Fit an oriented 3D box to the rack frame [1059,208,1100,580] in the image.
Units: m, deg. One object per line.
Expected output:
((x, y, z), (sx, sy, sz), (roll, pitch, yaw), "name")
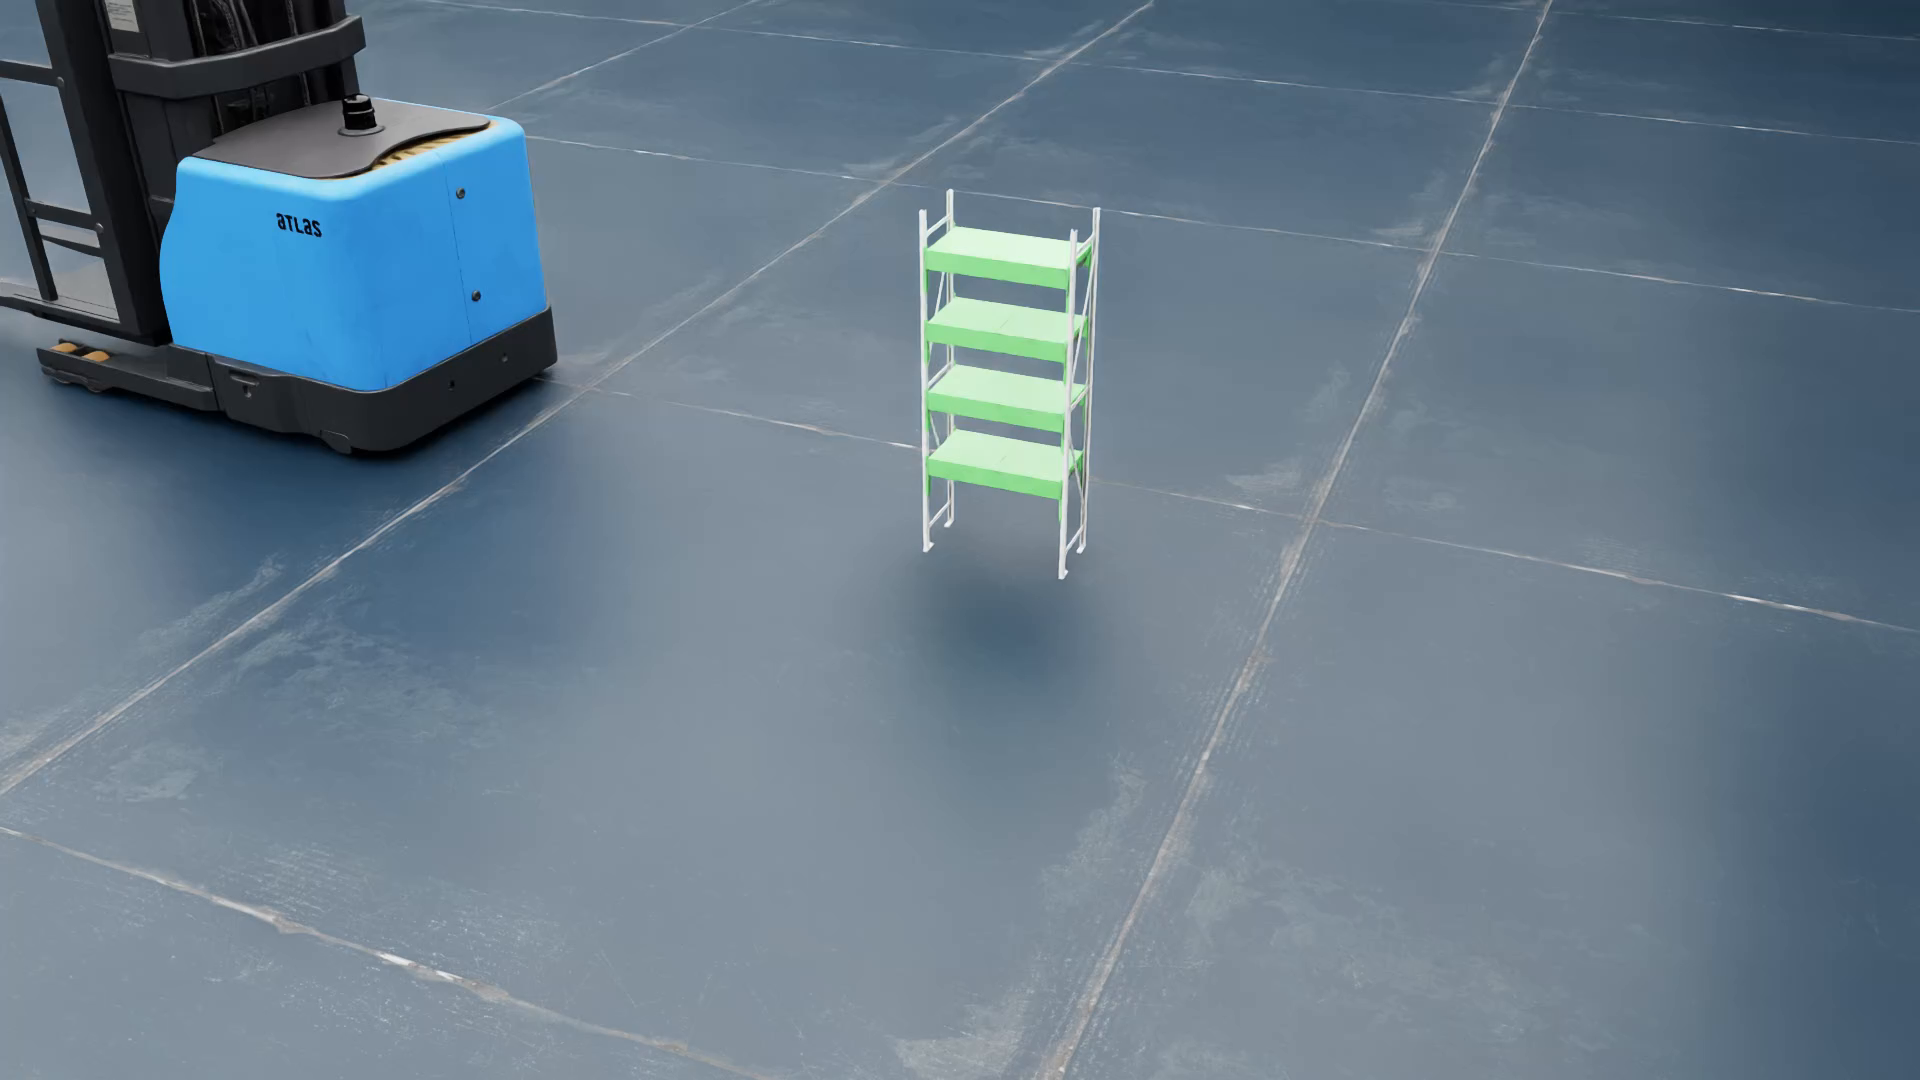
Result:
((0.379, -0.447, 5.321), (0.015, 1.200, 0.240), (11, 31, 19), "rack frame")

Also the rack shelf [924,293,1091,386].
((0.153, -0.645, 5.314), (0.480, 0.148, 0.258), (11, 31, 19), "rack shelf")

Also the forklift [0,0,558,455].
((-3.227, -2.095, 6.477), (3.031, 2.935, 1.130), (14, 32, 24), "forklift")

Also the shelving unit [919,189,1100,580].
((0.153, -0.492, 5.401), (0.503, 1.200, 0.258), (11, 31, 19), "shelving unit")

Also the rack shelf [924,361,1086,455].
((0.153, -0.436, 5.432), (0.480, 0.148, 0.258), (11, 31, 19), "rack shelf")

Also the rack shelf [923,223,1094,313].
((0.153, -0.854, 5.196), (0.480, 0.148, 0.258), (11, 31, 19), "rack shelf")

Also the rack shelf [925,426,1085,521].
((0.153, -0.227, 5.550), (0.480, 0.148, 0.258), (11, 31, 19), "rack shelf")

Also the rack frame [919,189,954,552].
((-0.073, -0.537, 5.480), (0.015, 1.200, 0.240), (11, 31, 19), "rack frame")
